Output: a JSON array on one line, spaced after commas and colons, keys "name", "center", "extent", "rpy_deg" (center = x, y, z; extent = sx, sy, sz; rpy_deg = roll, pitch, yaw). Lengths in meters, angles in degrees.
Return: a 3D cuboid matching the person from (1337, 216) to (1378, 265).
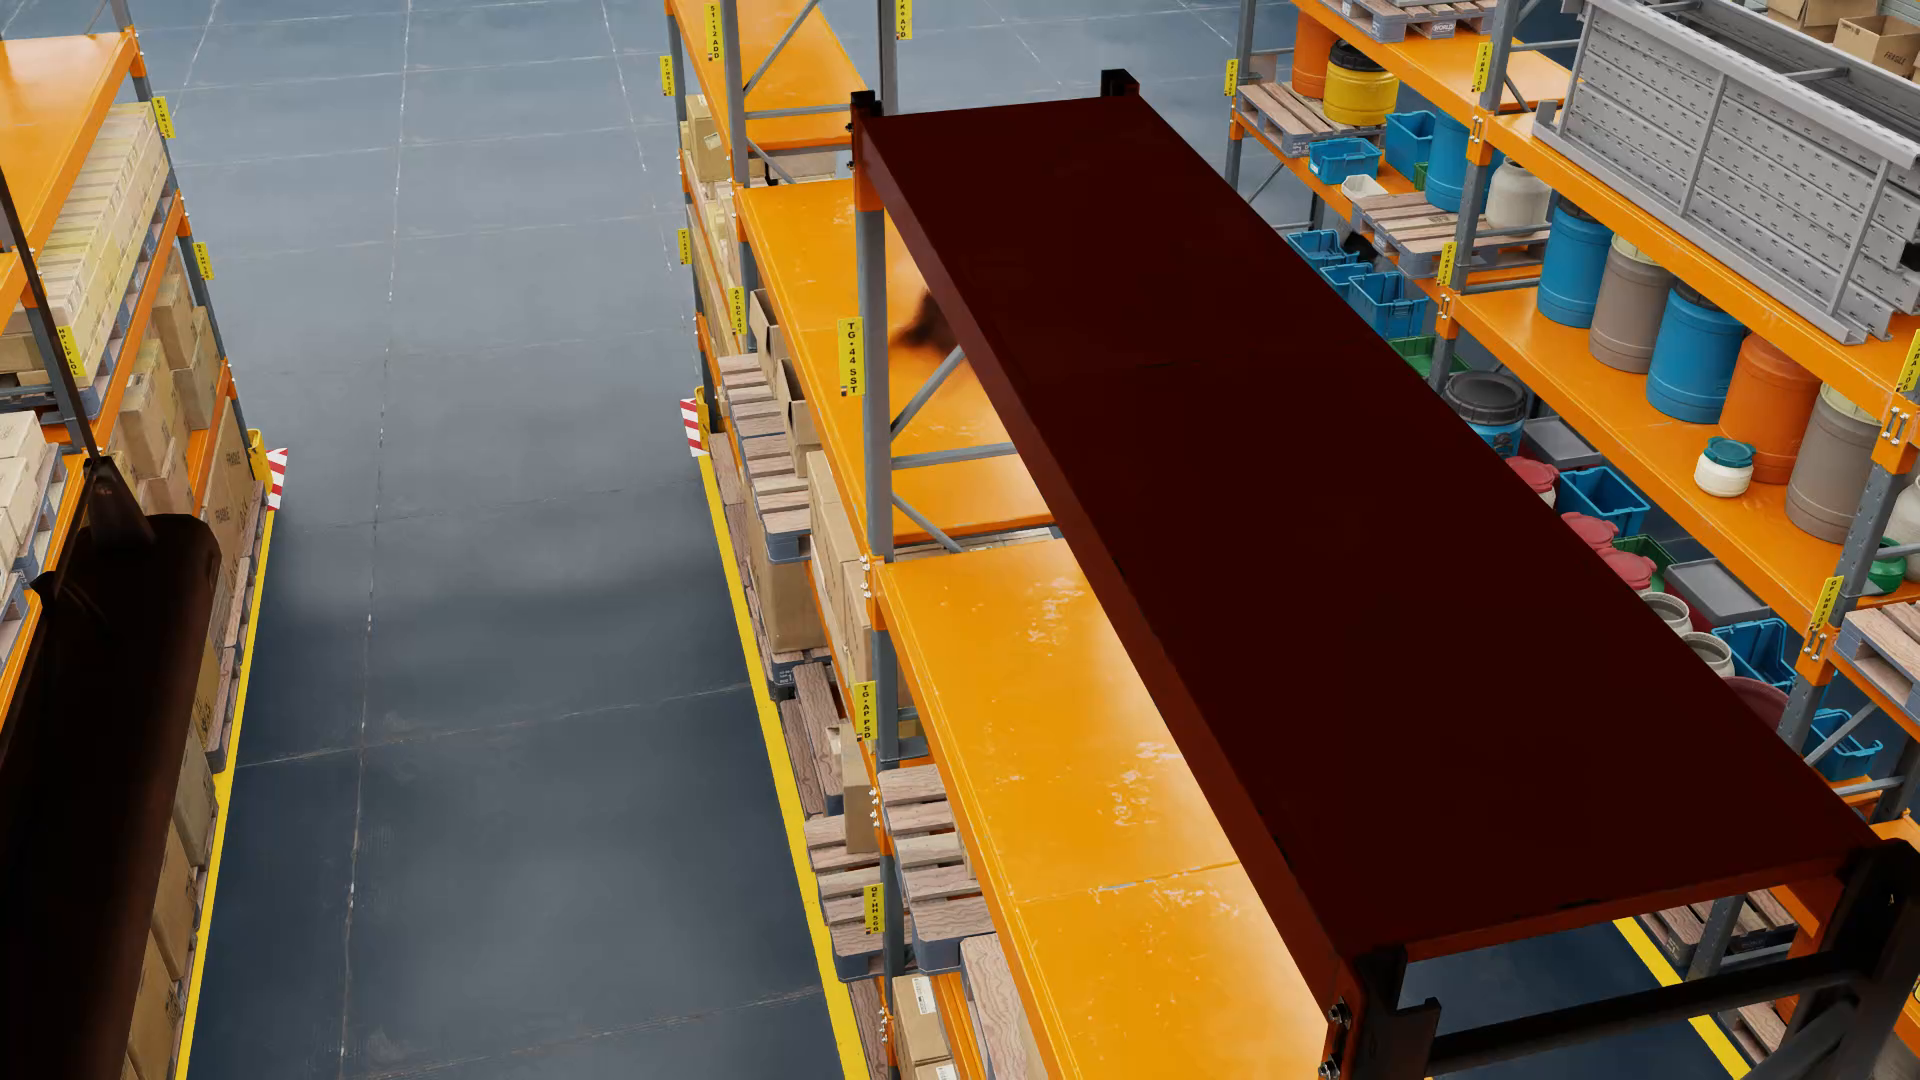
[{"name": "person", "center": [3.976, -2.833, 16.753], "extent": [0.670, 1.689, 0.572], "rpy_deg": [-25, 42, -32]}]
